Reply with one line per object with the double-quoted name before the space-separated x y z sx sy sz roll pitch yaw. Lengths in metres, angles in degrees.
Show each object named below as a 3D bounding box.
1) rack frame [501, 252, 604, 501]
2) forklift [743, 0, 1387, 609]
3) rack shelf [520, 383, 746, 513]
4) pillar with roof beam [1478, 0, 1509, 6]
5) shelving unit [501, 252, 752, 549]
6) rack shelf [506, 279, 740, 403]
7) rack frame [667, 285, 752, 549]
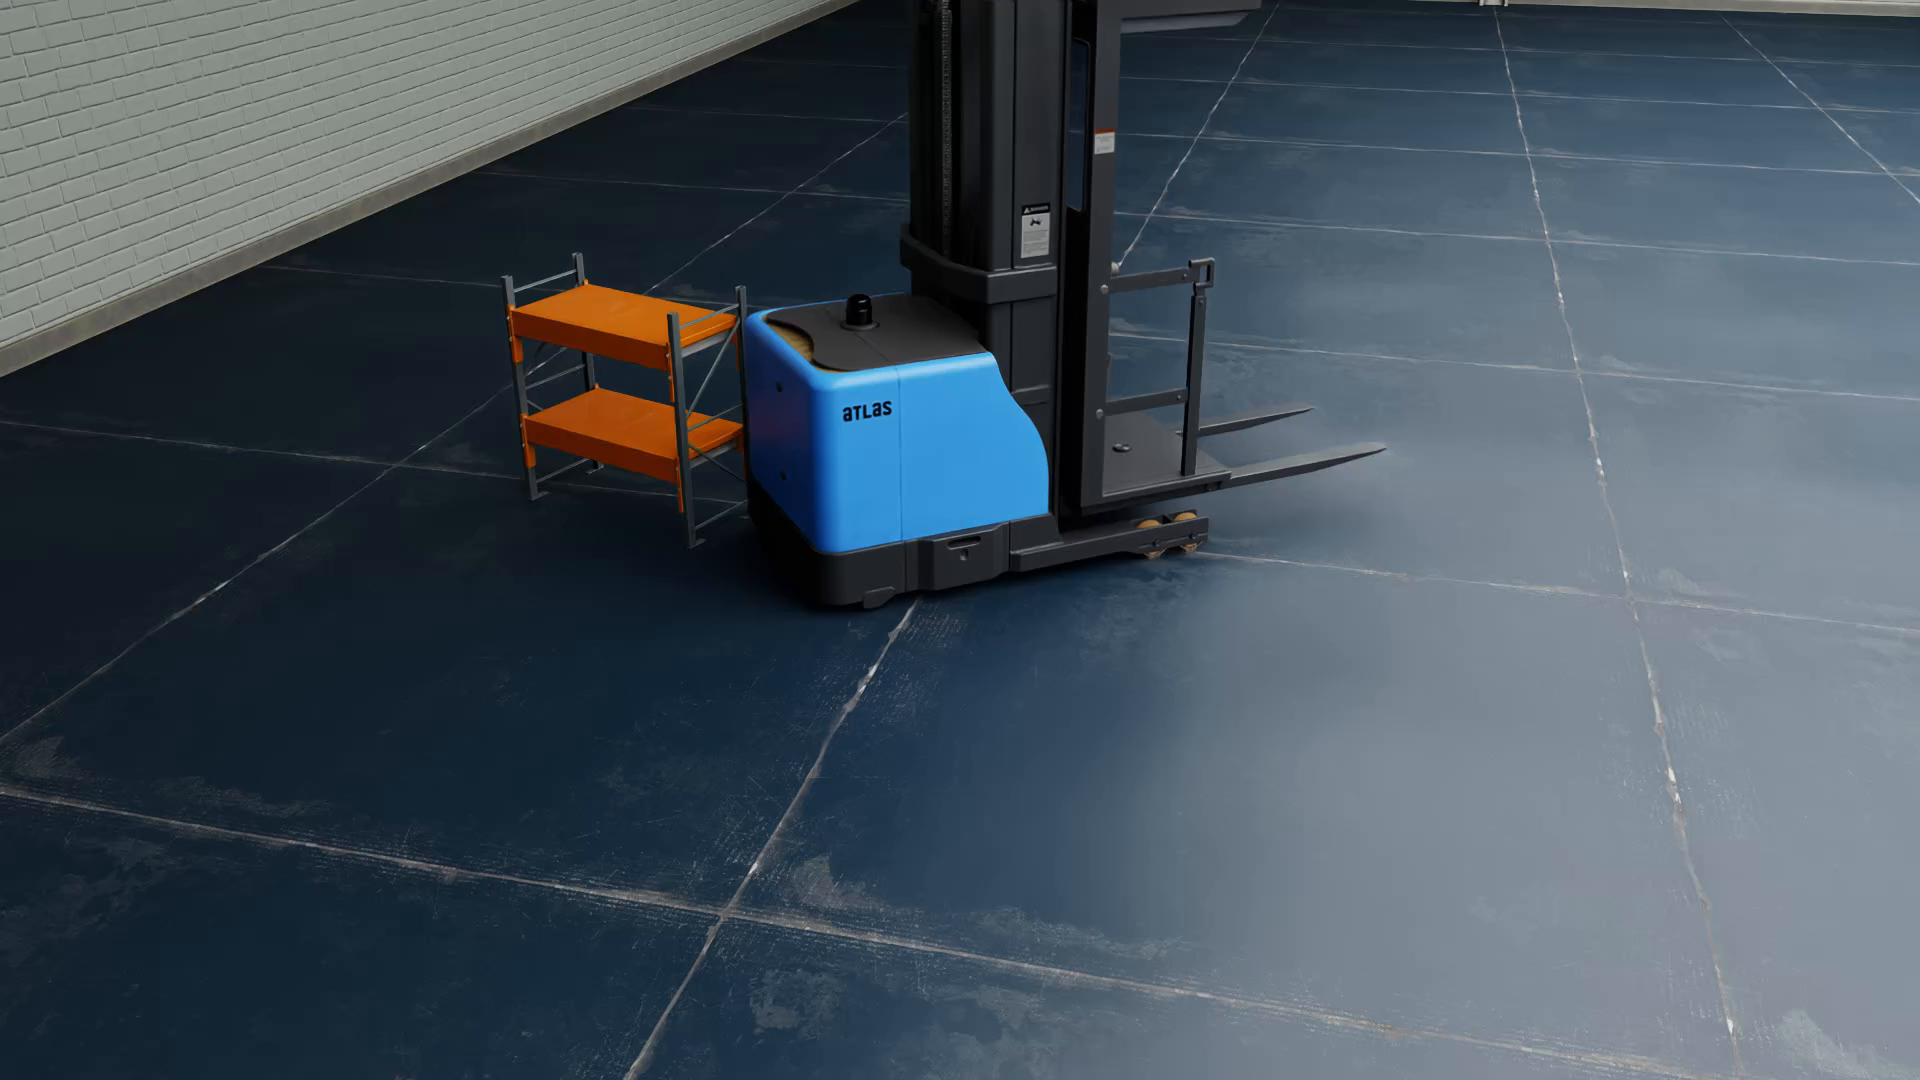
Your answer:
"rack frame" -1.976 -0.794 8.109 0.032 1.125 0.500 15 30 29
"forklift" 0.587 -1.440 7.365 3.031 2.935 1.130 -11 28 -22
"rack shelf" -1.549 -0.455 7.966 1.000 0.278 0.538 15 30 29
"pillar with roof beam" 6.617 -10.000 18.286 0.400 9.000 9.100 6 26 13
"shelving unit" -1.549 -0.676 7.861 1.048 1.125 0.538 15 30 29
"rack shelf" -1.549 -0.940 7.735 1.000 0.278 0.538 15 30 29
"rack frame" -1.121 -0.558 7.613 0.032 1.125 0.500 15 30 29
